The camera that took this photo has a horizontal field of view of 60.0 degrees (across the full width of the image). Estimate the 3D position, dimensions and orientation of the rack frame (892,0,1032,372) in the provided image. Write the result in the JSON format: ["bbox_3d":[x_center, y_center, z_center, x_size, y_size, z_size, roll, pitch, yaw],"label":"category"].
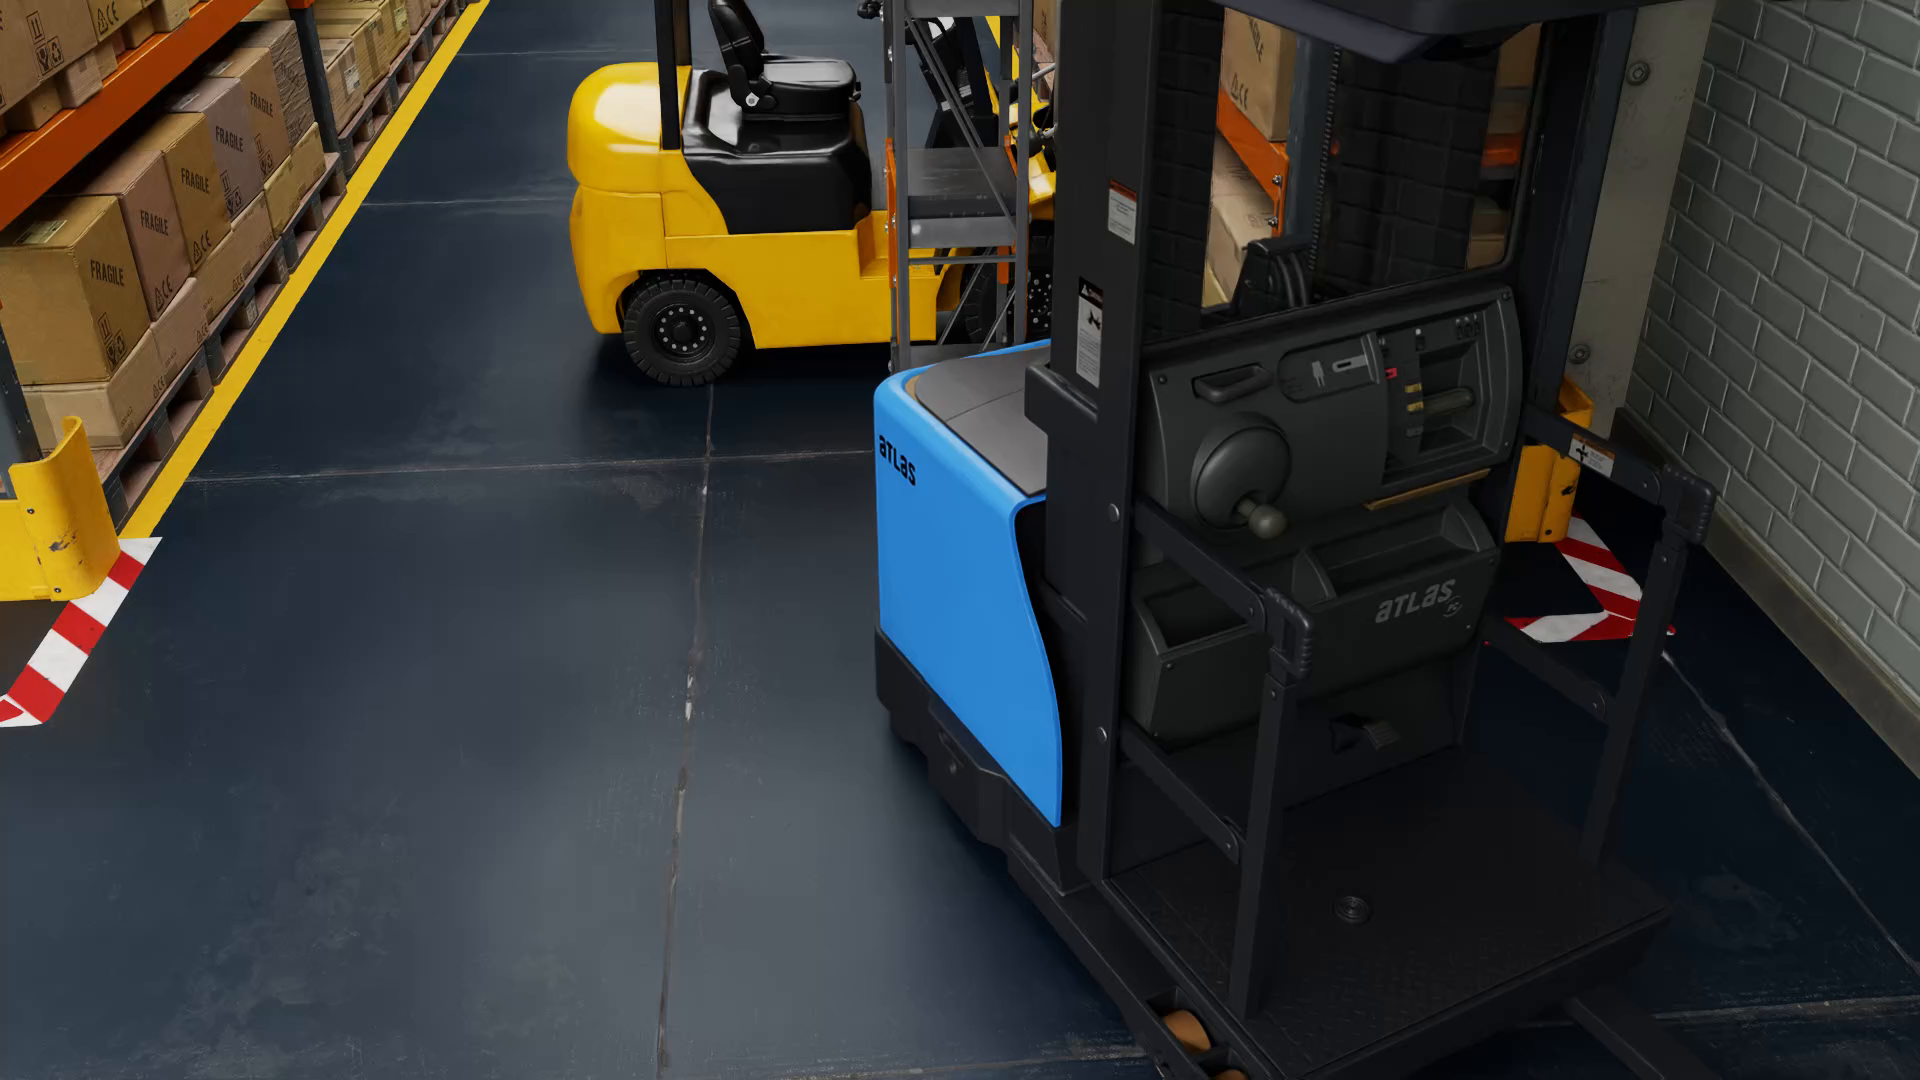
[{"bbox_3d":[0.007,-0.861,5.144,0.400,2.100,0.015,-3,31,-5],"label":"rack frame"}]

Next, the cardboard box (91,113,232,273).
[{"bbox_3d":[-3.321,-1.398,6.707,0.500,0.500,0.500,-2,31,-4],"label":"cardboard box"}]

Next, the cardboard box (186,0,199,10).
[{"bbox_3d":[-3.374,-2.250,6.838,0.380,0.149,0.250,-3,31,-5],"label":"cardboard box"}]

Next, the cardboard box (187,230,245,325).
[{"bbox_3d":[-3.330,-1.080,6.905,0.500,0.250,0.500,-1,31,-1],"label":"cardboard box"}]

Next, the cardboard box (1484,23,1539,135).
[{"bbox_3d":[1.746,-1.665,5.515,0.500,0.500,0.500,-2,31,-3],"label":"cardboard box"}]

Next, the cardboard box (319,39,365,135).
[{"bbox_3d":[-3.851,-2.478,9.127,0.950,0.372,0.625,-2,31,-4],"label":"cardboard box"}]

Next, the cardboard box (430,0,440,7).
[{"bbox_3d":[-4.131,-3.964,11.614,0.950,0.372,0.625,-5,31,-8],"label":"cardboard box"}]

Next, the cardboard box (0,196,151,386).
[{"bbox_3d":[-3.229,-0.875,5.831,0.500,0.500,0.500,-4,31,-6],"label":"cardboard box"}]

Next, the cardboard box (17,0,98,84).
[{"bbox_3d":[-3.246,-1.806,5.461,0.500,0.500,0.500,-2,31,-3],"label":"cardboard box"}]

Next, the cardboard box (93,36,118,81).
[{"bbox_3d":[-3.269,-1.722,5.952,0.380,0.149,0.250,-2,31,-3],"label":"cardboard box"}]

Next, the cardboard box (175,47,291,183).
[{"bbox_3d":[-3.428,-1.931,7.599,0.500,0.500,0.500,-2,31,-4],"label":"cardboard box"}]

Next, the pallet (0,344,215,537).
[{"bbox_3d":[-3.474,-0.374,6.171,1.003,0.211,1.213,-3,31,-5],"label":"pallet"}]

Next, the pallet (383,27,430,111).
[{"bbox_3d":[-3.991,-2.983,10.538,1.003,0.211,1.213,-3,31,-5],"label":"pallet"}]

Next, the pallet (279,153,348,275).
[{"bbox_3d":[-3.702,-1.620,8.256,1.003,0.211,1.213,-3,31,-5],"label":"pallet"}]

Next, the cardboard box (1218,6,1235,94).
[{"bbox_3d":[1.169,-1.903,5.913,0.500,0.500,0.500,-2,31,-3],"label":"cardboard box"}]

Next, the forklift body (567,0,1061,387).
[{"bbox_3d":[-0.478,-1.872,6.787,2.313,2.155,1.214,-3,31,-5],"label":"forklift body"}]

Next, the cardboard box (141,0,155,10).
[{"bbox_3d":[-3.350,-2.326,6.331,0.500,0.500,0.500,-3,31,-6],"label":"cardboard box"}]

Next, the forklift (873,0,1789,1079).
[{"bbox_3d":[0.891,-0.218,3.257,1.130,2.935,3.031,-15,34,-24],"label":"forklift"}]

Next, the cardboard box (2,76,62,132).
[{"bbox_3d":[-3.233,-1.459,5.513,0.380,0.149,0.250,-4,31,-6],"label":"cardboard box"}]

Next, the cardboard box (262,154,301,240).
[{"bbox_3d":[-3.417,-1.598,7.772,0.500,0.250,0.500,-4,31,-6],"label":"cardboard box"}]

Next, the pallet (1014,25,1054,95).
[{"bbox_3d":[0.917,-3.200,10.901,1.003,0.211,1.213,-3,31,-5],"label":"pallet"}]

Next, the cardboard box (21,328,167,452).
[{"bbox_3d":[-3.226,-0.541,6.003,0.500,0.250,0.500,-3,31,-5],"label":"cardboard box"}]

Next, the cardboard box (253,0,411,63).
[{"bbox_3d":[-3.988,-3.200,10.335,0.950,0.372,0.625,-2,31,-3],"label":"cardboard box"}]

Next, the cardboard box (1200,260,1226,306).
[{"bbox_3d":[1.159,-0.804,5.955,0.500,0.250,0.500,-3,31,-5],"label":"cardboard box"}]

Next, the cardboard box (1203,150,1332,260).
[{"bbox_3d":[1.109,-1.266,6.241,0.500,0.250,0.500,-2,31,-4],"label":"cardboard box"}]

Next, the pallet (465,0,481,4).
[{"bbox_3d":[-4.172,-4.410,12.927,1.003,0.211,1.213,-3,31,-5],"label":"pallet"}]

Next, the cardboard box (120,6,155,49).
[{"bbox_3d":[-3.349,-1.990,6.401,0.380,0.149,0.250,-4,31,-6],"label":"cardboard box"}]

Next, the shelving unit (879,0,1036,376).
[{"bbox_3d":[-0.015,-0.986,5.353,0.431,2.100,0.503,-3,31,-5],"label":"shelving unit"}]

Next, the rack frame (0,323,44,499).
[{"bbox_3d":[-3.426,-1.116,4.694,1.000,3.000,0.127,-3,31,-5],"label":"rack frame"}]

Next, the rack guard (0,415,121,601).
[{"bbox_3d":[-3.433,-0.082,5.400,1.175,0.500,0.348,-3,31,-5],"label":"rack guard"}]

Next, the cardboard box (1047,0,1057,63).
[{"bbox_3d":[1.017,-3.221,10.124,0.875,0.625,0.625,-3,31,-5],"label":"cardboard box"}]

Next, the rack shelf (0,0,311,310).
[{"bbox_3d":[-3.613,-1.828,6.588,1.077,0.370,4.000,-3,31,-5],"label":"rack shelf"}]

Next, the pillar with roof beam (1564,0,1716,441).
[{"bbox_3d":[-1.938,-4.124,3.879,9.100,9.000,0.400,-3,31,-5],"label":"pillar with roof beam"}]

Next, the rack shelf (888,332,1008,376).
[{"bbox_3d":[-0.015,-0.373,5.719,0.431,0.518,0.480,-3,31,-5],"label":"rack shelf"}]

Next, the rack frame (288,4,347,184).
[{"bbox_3d":[-3.800,-3.158,8.113,1.000,3.000,0.127,-3,31,-5],"label":"rack frame"}]
